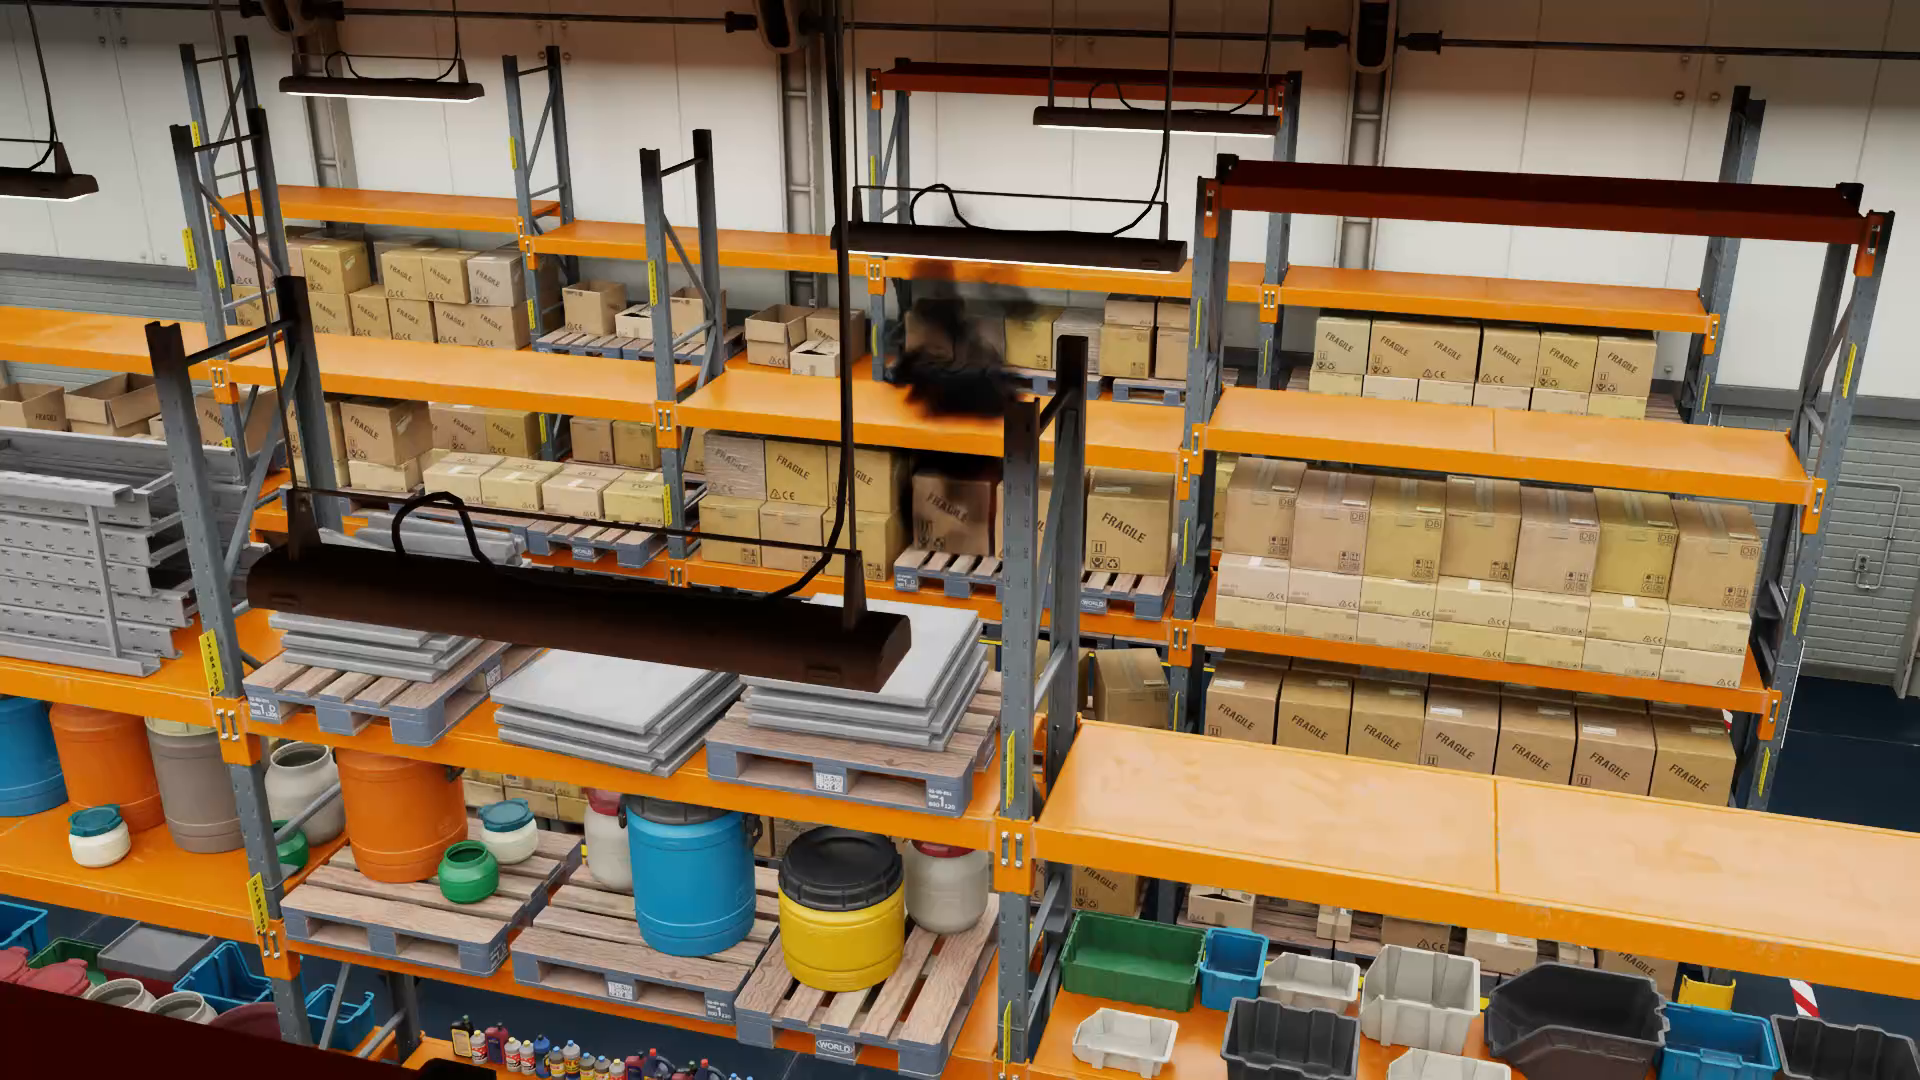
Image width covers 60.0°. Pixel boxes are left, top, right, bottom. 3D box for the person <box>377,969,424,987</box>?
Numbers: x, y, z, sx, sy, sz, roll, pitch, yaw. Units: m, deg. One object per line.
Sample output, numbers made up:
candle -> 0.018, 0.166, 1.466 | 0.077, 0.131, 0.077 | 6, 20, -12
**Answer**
person -> -4.202, 2.597, 12.269 | 0.602, 1.676, 0.690 | 5, 23, 12
